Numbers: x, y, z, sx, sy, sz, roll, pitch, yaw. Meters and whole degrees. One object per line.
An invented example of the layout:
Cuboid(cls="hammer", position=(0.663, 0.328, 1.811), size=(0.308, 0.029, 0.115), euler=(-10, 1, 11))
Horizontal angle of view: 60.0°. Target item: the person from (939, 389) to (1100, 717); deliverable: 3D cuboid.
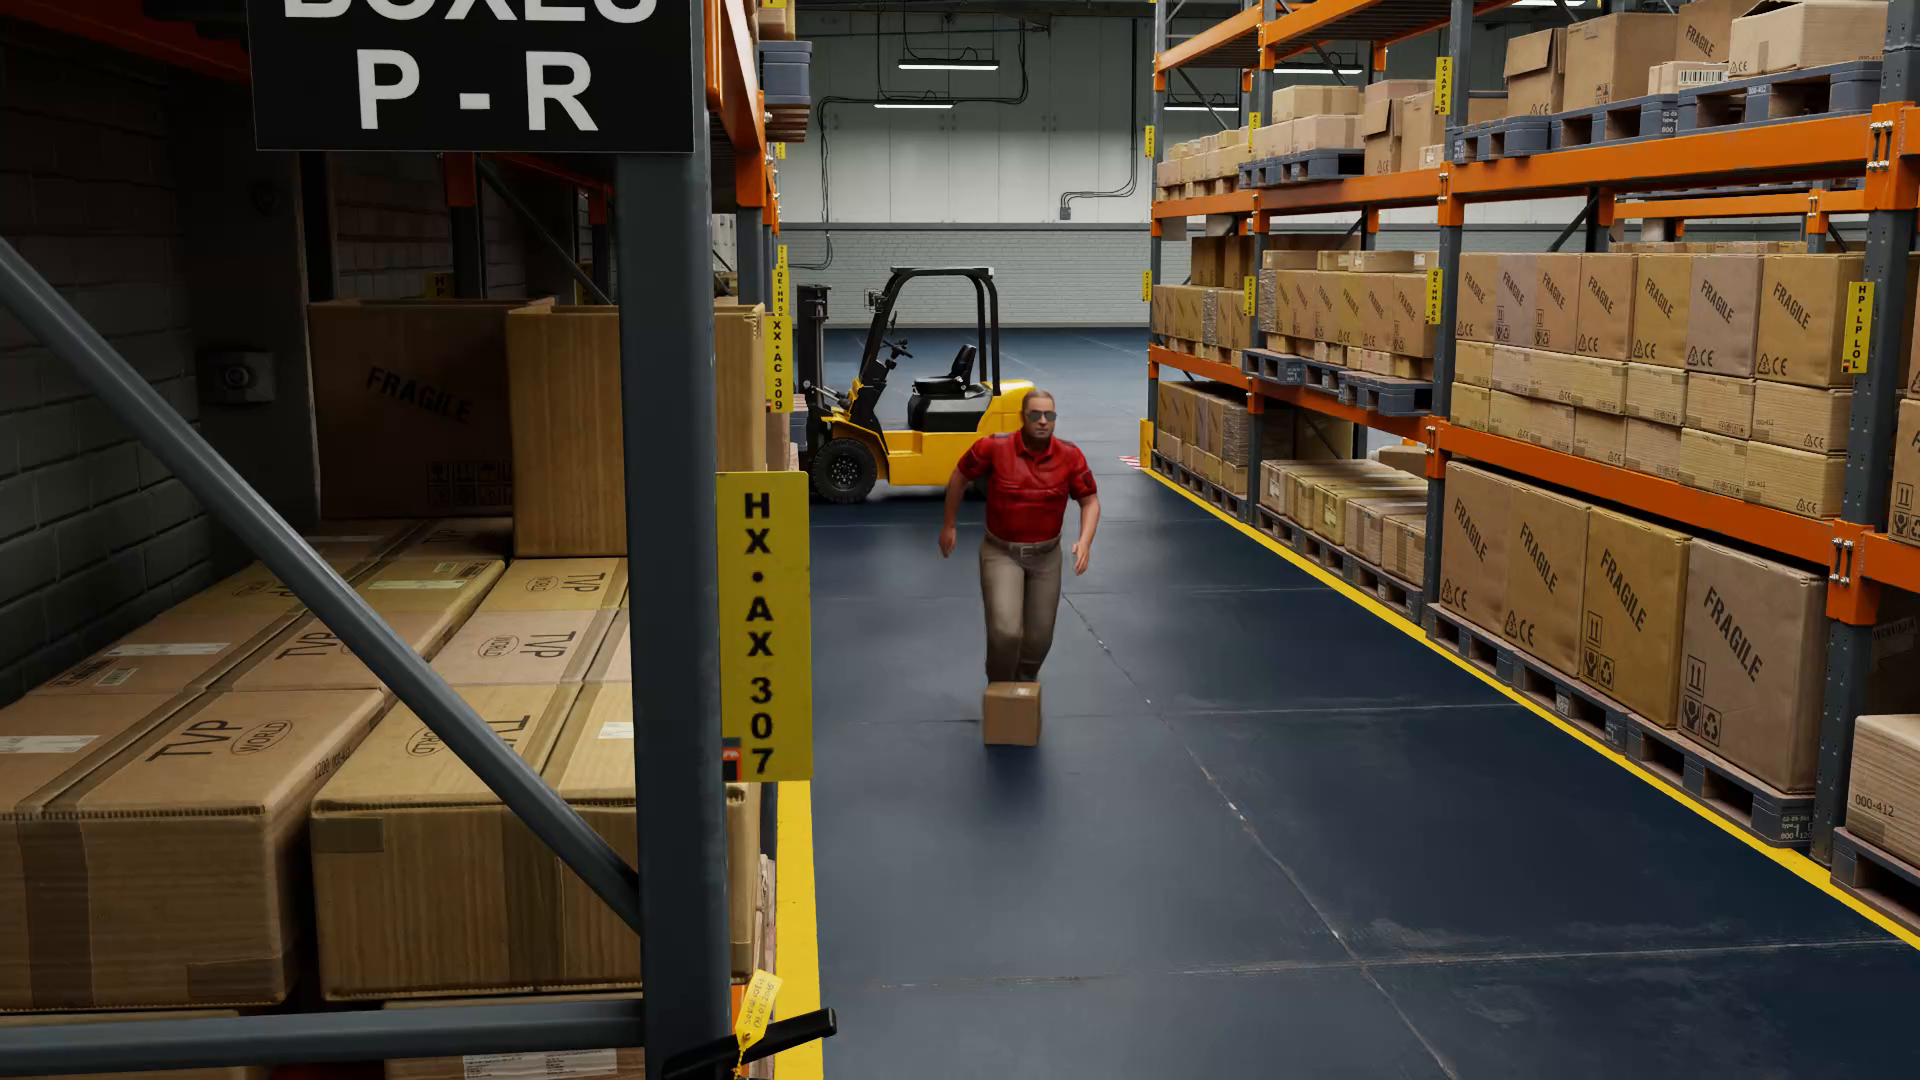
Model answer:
Cuboid(cls="person", position=(0.314, 0.108, 8.049), size=(0.714, 1.688, 0.745), euler=(-2, 10, -14))
